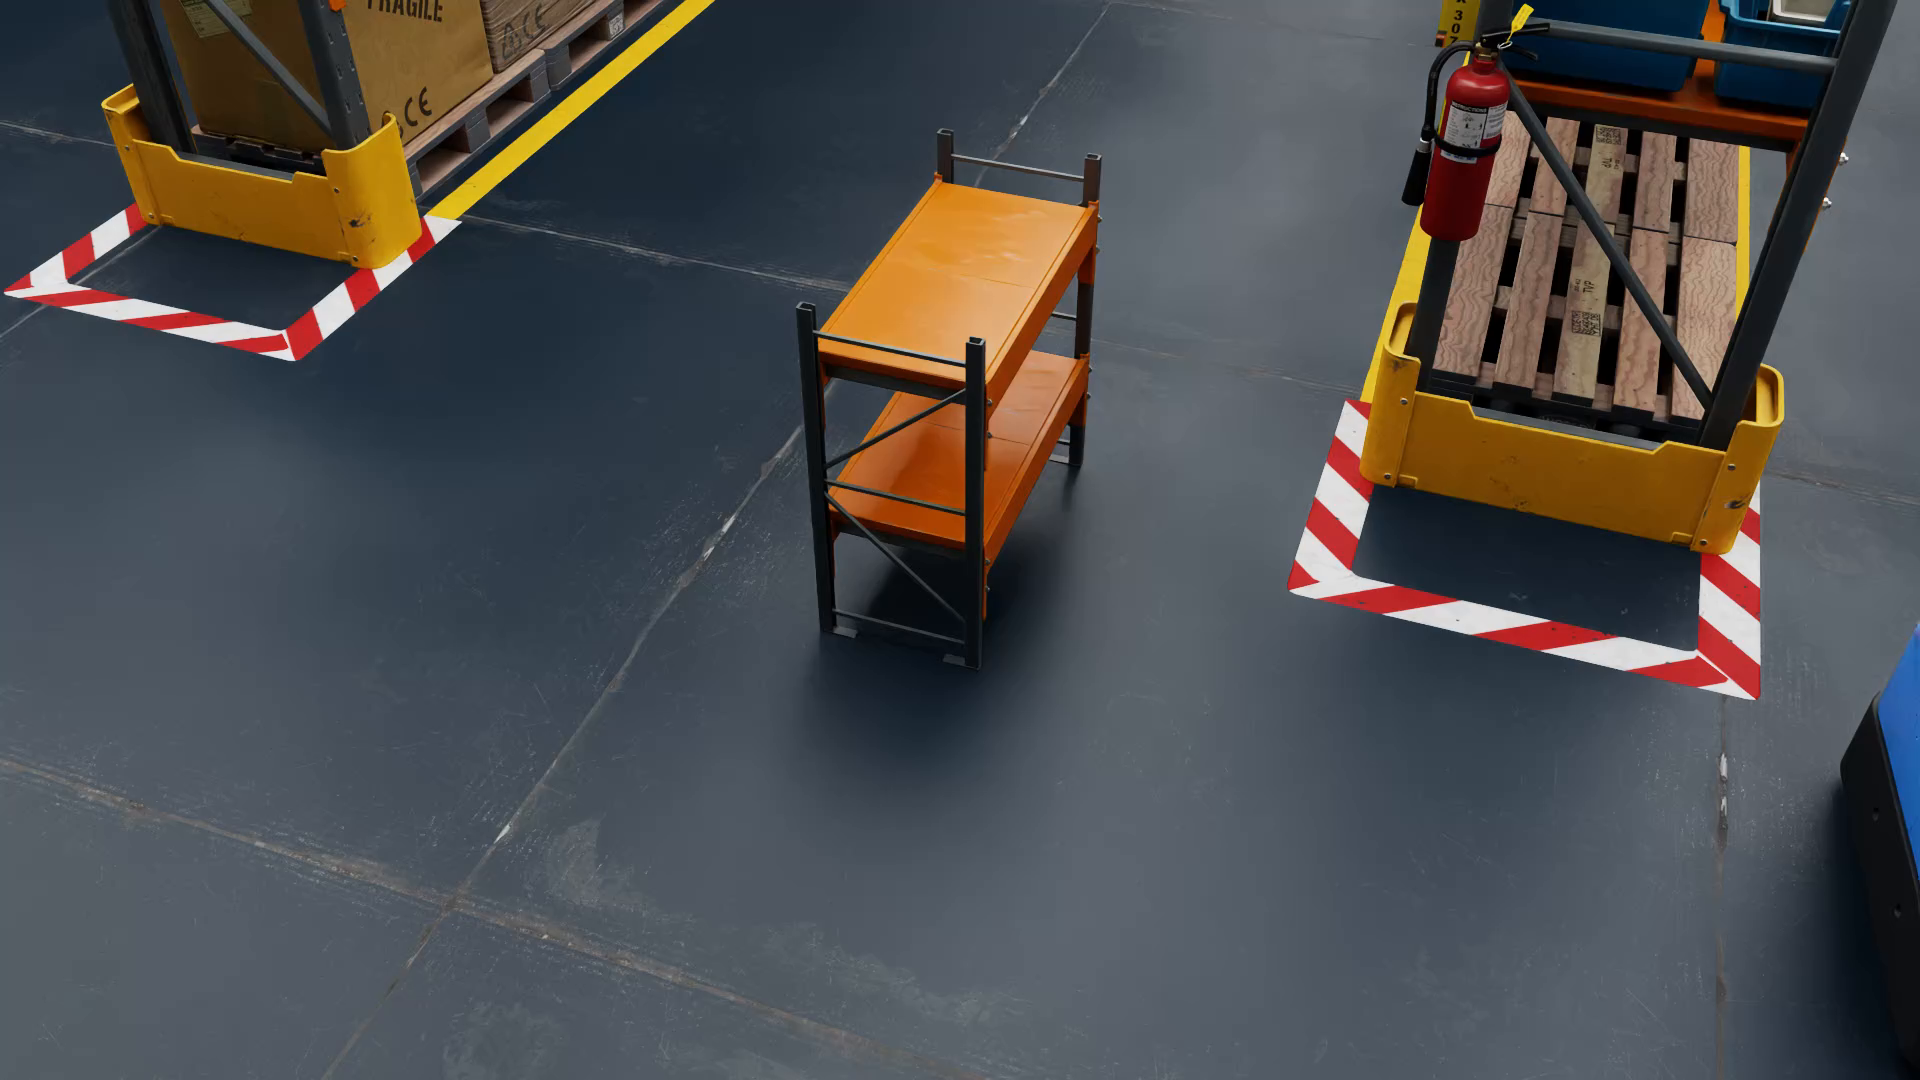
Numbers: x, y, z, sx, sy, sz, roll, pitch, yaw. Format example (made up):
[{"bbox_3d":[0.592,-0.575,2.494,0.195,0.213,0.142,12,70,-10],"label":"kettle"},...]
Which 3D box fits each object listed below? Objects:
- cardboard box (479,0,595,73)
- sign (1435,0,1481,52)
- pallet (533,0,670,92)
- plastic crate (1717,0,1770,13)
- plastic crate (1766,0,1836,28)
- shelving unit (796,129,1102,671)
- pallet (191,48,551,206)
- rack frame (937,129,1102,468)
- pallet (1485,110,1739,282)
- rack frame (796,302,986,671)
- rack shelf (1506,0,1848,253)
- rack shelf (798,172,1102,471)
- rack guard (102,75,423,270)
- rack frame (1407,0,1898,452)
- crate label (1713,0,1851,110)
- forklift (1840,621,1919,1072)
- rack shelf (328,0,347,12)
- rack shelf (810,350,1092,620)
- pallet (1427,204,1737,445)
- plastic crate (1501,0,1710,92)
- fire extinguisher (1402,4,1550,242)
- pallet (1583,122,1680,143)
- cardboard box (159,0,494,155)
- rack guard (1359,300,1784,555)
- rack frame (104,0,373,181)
[{"bbox_3d":[-2.289,-2.747,7.473,0.875,0.875,0.875,13,42,15],"label":"cardboard box"},{"bbox_3d":[1.388,-1.508,4.580,0.100,0.325,0.005,13,42,15],"label":"sign"},{"bbox_3d":[-2.125,-2.619,8.157,1.003,0.211,1.213,13,42,15],"label":"pallet"},{"bbox_3d":[2.530,-1.772,5.098,0.416,0.233,0.300,13,42,15],"label":"plastic crate"},{"bbox_3d":[2.492,-1.511,4.867,0.250,0.136,0.298,13,42,15],"label":"plastic crate"},{"bbox_3d":[-0.002,-0.424,4.880,0.538,1.125,1.048,13,42,15],"label":"shelving unit"},{"bbox_3d":[-2.544,-1.877,7.287,1.003,0.211,1.213,13,42,15],"label":"pallet"},{"bbox_3d":[0.172,-0.734,5.243,0.500,1.125,0.032,13,42,15],"label":"rack frame"},{"bbox_3d":[2.648,-1.509,6.856,1.003,0.211,1.213,13,42,15],"label":"pallet"},{"bbox_3d":[-0.176,-0.114,4.517,0.500,1.125,0.032,13,42,15],"label":"rack frame"},{"bbox_3d":[2.595,-2.280,6.165,1.077,0.370,4.000,13,42,15],"label":"rack shelf"},{"bbox_3d":[-0.002,-0.646,4.690,0.538,0.278,1.000,13,42,15],"label":"rack shelf"},{"bbox_3d":[-2.752,-1.467,6.585,1.175,0.500,0.348,13,42,15],"label":"rack guard"},{"bbox_3d":[1.911,-1.334,4.502,1.000,3.000,0.127,13,42,15],"label":"rack frame"},{"bbox_3d":[2.304,-1.370,4.628,0.416,0.233,0.303,13,42,15],"label":"crate label"},{"bbox_3d":[3.713,0.049,2.934,3.031,2.935,1.130,9,41,10],"label":"forklift"},{"bbox_3d":[-2.060,-3.379,7.454,1.077,0.370,4.000,13,42,15],"label":"rack shelf"},{"bbox_3d":[-0.002,-0.238,5.039,0.538,0.278,1.000,13,42,15],"label":"rack shelf"},{"bbox_3d":[2.229,-0.767,5.986,1.003,0.211,1.213,13,42,15],"label":"pallet"},{"bbox_3d":[1.850,-1.615,4.759,0.616,0.435,0.499,13,42,15],"label":"plastic crate"},{"bbox_3d":[1.432,-1.171,4.658,0.296,0.674,0.183,13,42,15],"label":"fire extinguisher"},{"bbox_3d":[3.063,-2.255,7.731,1.003,0.211,1.213,13,42,15],"label":"pallet"},{"bbox_3d":[-2.600,-2.192,6.822,0.875,0.875,0.875,13,42,15],"label":"cardboard box"},{"bbox_3d":[1.915,-0.365,5.293,1.175,0.500,0.348,13,42,15],"label":"rack guard"},{"bbox_3d":[-2.744,-2.433,5.790,1.000,3.000,0.127,13,42,15],"label":"rack frame"}]
